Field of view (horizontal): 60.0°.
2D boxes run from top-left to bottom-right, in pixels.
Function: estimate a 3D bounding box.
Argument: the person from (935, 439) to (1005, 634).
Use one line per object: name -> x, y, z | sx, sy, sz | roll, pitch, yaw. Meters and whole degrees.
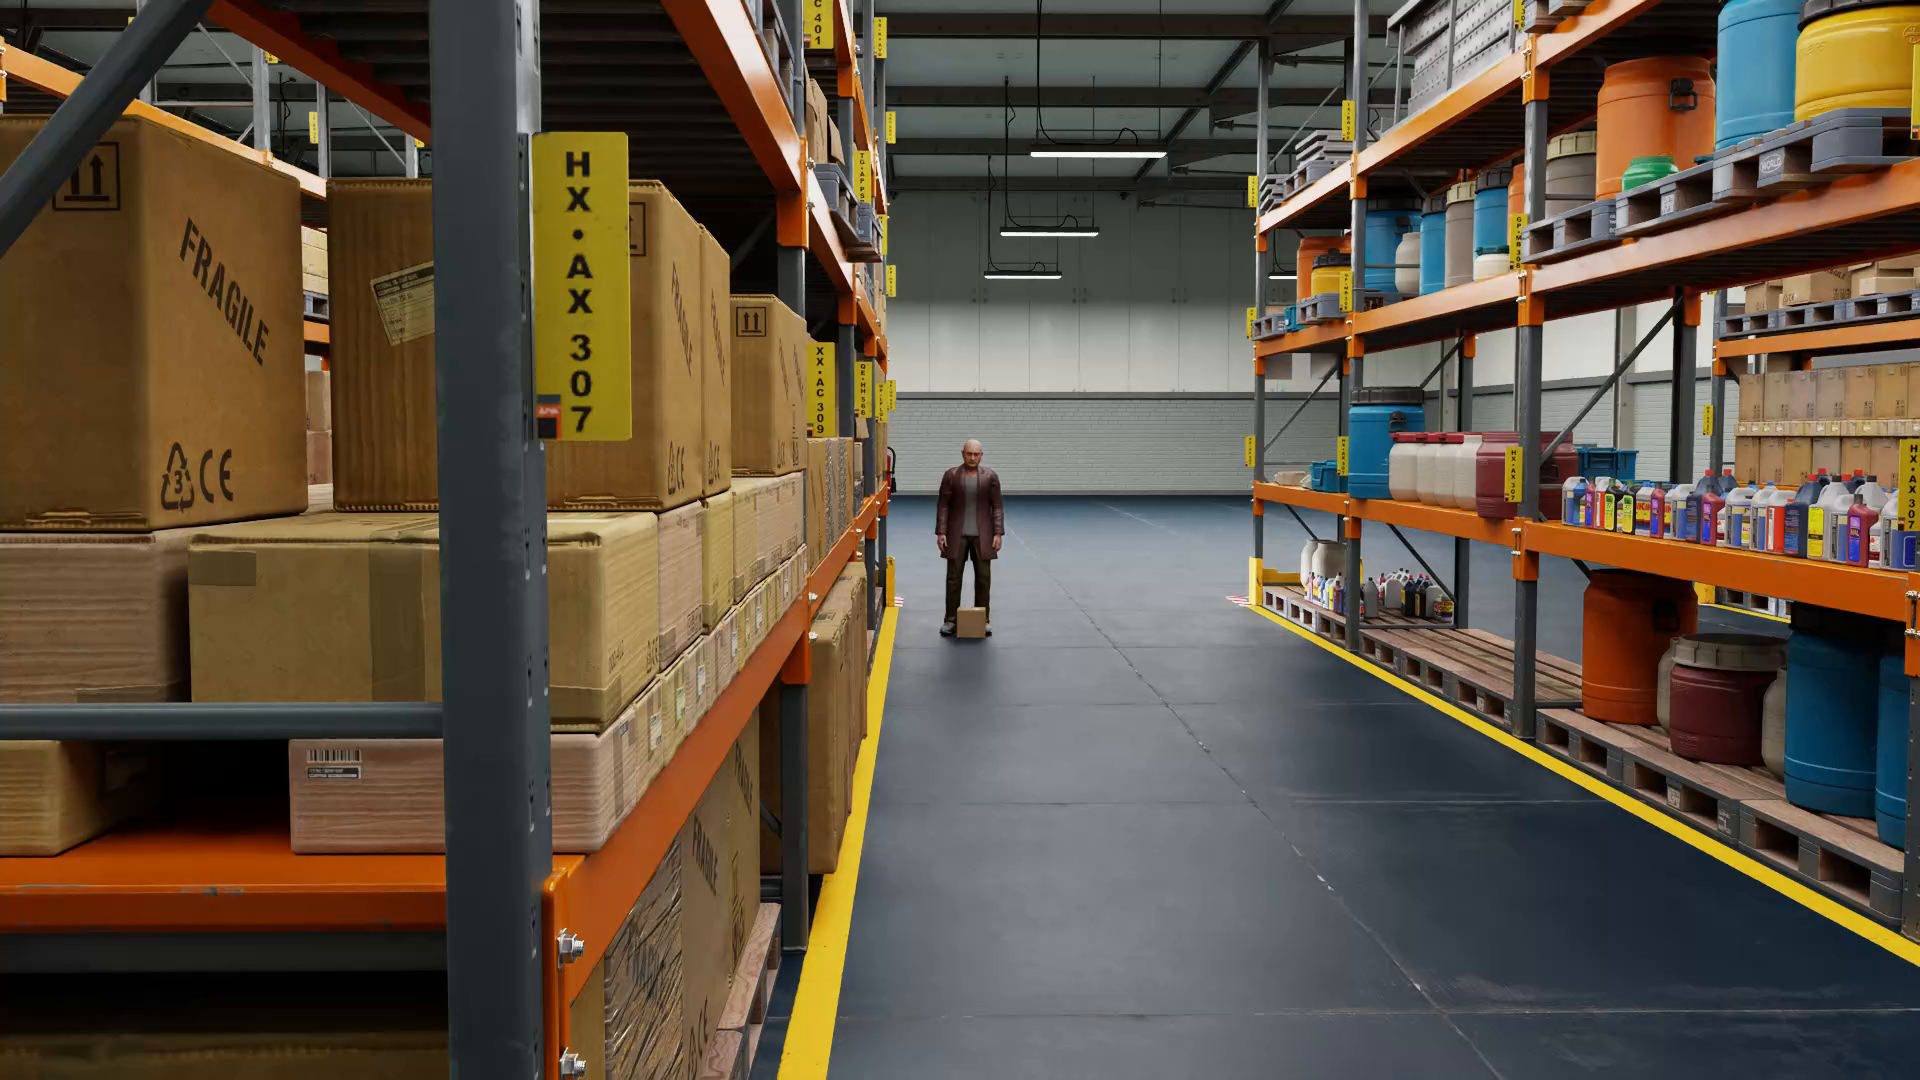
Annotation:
person -> 0.089, -0.033, 15.213 | 0.640, 1.773, 0.426 | 0, 4, -1
